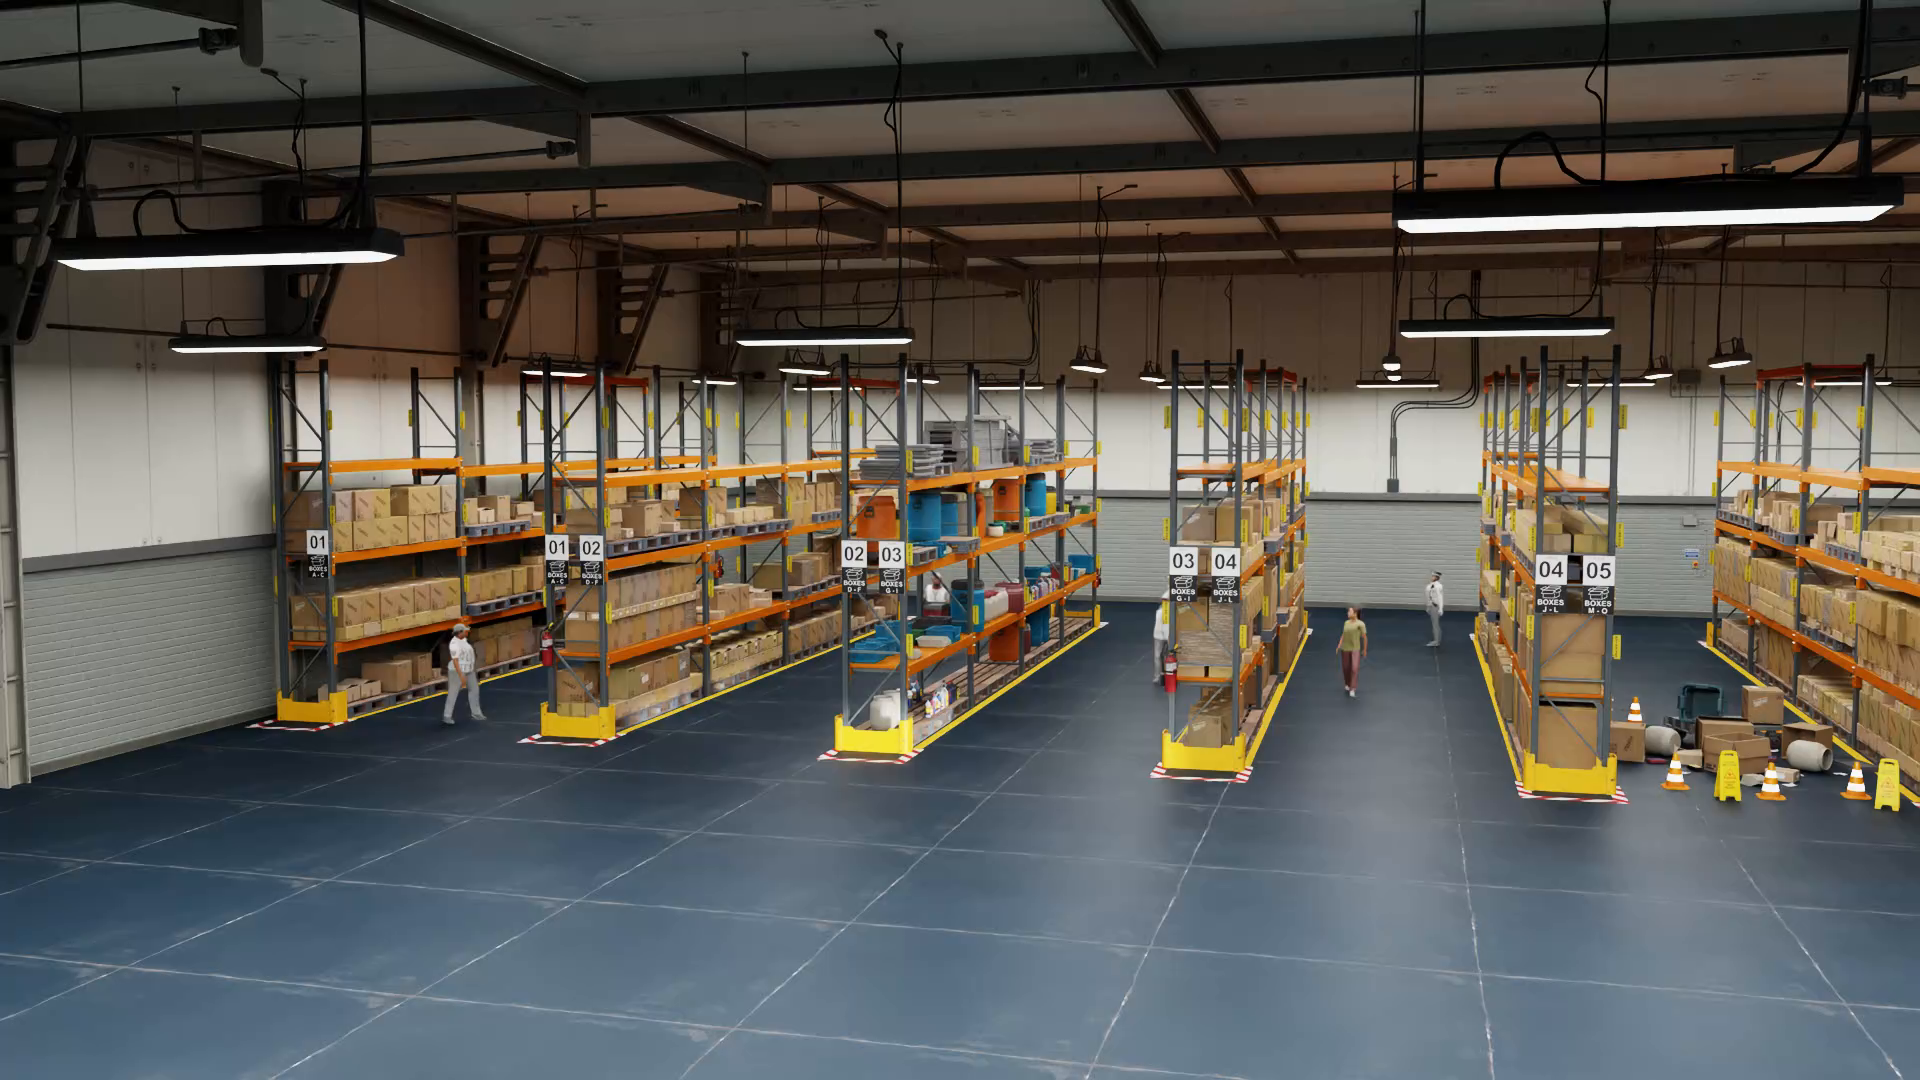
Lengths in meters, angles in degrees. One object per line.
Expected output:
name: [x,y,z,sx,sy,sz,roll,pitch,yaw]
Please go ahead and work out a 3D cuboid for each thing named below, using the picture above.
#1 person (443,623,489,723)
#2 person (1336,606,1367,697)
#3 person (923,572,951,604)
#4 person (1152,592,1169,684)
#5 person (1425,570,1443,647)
person: [-8.236,2.208,27.586,0.528,1.687,0.684,2,4,22]
person: [7.139,2.007,30.314,0.555,1.621,0.997,1,4,18]
person: [-0.508,1.499,34.163,0.680,1.690,0.861,1,4,17]
person: [3.921,1.861,31.611,0.498,1.720,1.042,1,4,13]
person: [10.514,1.504,36.929,0.351,1.692,0.522,0,4,2]
